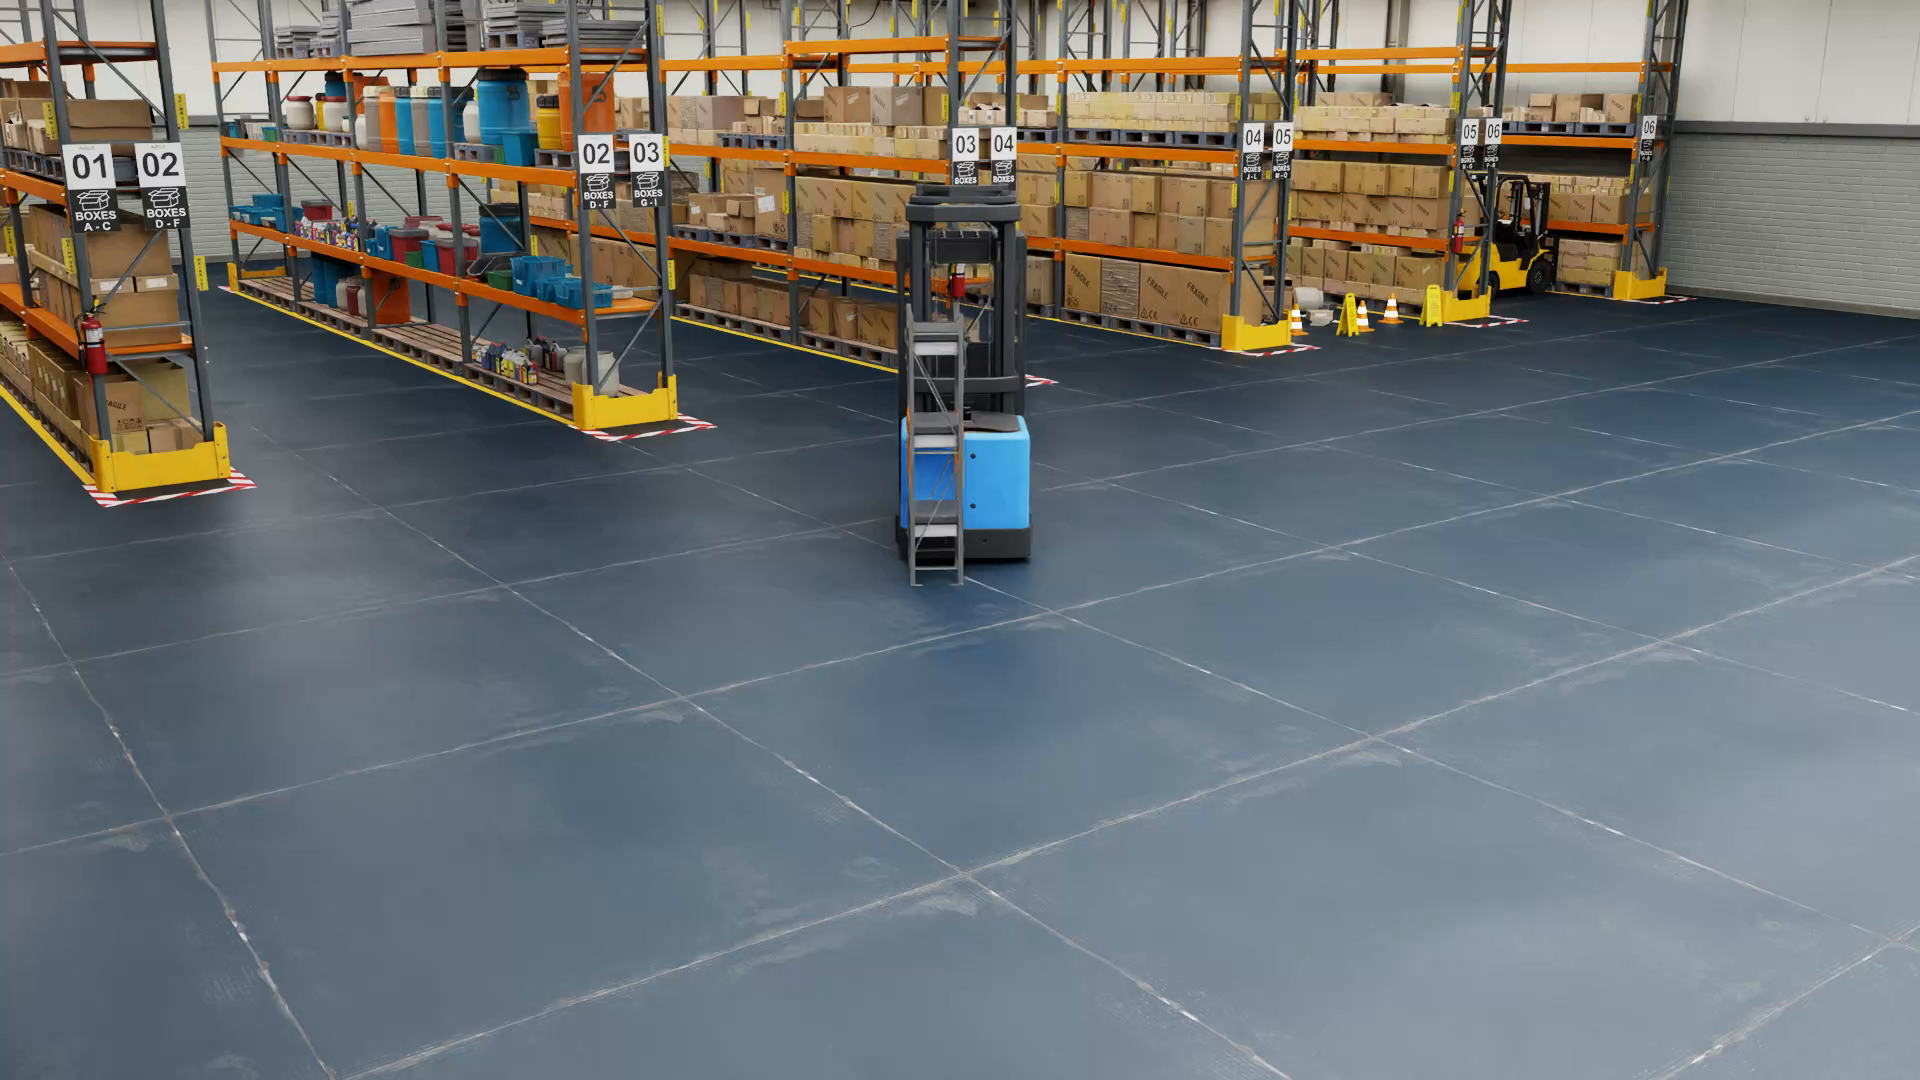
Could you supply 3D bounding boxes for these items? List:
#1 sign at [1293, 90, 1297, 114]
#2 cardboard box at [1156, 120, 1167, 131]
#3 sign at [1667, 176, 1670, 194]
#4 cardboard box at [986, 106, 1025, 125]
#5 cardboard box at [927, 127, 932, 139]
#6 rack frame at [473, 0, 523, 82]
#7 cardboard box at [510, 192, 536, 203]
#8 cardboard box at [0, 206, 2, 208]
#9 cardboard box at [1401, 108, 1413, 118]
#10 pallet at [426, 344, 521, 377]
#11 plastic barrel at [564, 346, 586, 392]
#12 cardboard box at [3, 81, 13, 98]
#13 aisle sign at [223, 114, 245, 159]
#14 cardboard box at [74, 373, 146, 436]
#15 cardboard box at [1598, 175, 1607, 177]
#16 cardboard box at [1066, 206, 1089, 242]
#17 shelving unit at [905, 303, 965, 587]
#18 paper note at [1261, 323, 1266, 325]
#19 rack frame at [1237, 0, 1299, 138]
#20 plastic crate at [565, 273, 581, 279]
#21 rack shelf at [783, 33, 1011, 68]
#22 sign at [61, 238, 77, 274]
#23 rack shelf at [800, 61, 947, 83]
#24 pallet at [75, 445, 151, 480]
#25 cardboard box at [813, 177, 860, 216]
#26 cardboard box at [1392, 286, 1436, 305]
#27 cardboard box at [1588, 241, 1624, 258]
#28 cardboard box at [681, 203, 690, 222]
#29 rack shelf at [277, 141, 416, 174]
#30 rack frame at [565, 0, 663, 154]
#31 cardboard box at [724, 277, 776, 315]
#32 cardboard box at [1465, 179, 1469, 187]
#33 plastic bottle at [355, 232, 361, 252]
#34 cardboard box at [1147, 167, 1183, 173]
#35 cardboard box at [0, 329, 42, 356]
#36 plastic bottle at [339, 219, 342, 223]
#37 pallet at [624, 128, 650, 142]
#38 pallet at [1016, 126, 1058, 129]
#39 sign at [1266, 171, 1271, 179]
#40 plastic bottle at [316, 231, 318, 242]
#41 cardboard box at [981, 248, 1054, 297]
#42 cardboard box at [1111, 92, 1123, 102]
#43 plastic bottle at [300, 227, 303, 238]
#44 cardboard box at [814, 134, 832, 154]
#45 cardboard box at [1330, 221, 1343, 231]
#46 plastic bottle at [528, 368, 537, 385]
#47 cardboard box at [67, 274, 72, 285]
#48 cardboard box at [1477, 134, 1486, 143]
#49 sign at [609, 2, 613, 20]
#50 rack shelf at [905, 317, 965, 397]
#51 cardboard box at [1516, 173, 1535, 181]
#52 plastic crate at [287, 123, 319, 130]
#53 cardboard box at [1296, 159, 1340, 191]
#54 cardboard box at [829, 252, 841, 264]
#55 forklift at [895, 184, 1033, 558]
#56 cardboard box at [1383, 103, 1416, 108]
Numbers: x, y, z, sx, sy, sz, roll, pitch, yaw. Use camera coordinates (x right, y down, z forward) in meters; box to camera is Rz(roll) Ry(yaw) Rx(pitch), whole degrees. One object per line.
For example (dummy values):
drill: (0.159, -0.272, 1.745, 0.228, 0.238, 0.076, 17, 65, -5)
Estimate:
sign: (4.802, -6.295, 23.906, 0.100, 0.325, 0.005, -11, 19, -35)
cardboard box: (3.133, -6.170, 24.745, 0.380, 0.149, 0.250, -11, 19, -34)
sign: (12.759, -6.405, 30.007, 0.100, 0.325, 0.005, -11, 19, -35)
cardboard box: (0.789, -7.152, 28.028, 0.500, 0.311, 0.500, -12, 19, -37)
cardboard box: (-0.196, -5.207, 21.264, 0.380, 0.149, 0.250, -12, 19, -36)
rack frame: (-9.130, -9.865, 33.074, 1.000, 3.000, 0.127, -11, 19, -35)
cardboard box: (-8.462, -6.681, 32.523, 0.500, 0.250, 0.500, -12, 19, -36)
cardboard box: (-14.240, -4.559, 24.065, 0.700, 0.500, 0.500, -8, 17, -26)
cardboard box: (7.463, -7.005, 27.271, 0.380, 0.149, 0.250, -11, 19, -34)
pallet: (-6.574, -2.457, 22.654, 1.003, 0.211, 1.213, -11, 19, -35)
plastic barrel: (-4.472, -2.025, 19.709, 0.421, 0.512, 0.421, 0, 15, 0)
cardboard box: (-10.774, -5.067, 19.293, 0.500, 0.500, 0.500, -9, 18, -29)
aisle sign: (-13.419, -7.426, 30.602, 0.394, 0.787, 0.004, -11, 19, -35)
cardboard box: (-8.293, -1.325, 16.226, 0.500, 0.500, 0.500, -11, 19, -35)
cardboard box: (11.855, -6.645, 30.689, 0.380, 0.149, 0.250, -11, 19, -34)
cardboard box: (2.224, -5.153, 26.937, 0.875, 0.550, 0.550, -11, 19, -35)
shelving unit: (-0.192, -0.723, 12.721, 0.431, 2.100, 0.503, -1, 16, -3)
paper note: (4.825, -3.460, 26.663, 0.144, 0.017, 0.142, -4, 16, -15)
rack frame: (4.349, -7.197, 23.325, 1.000, 3.000, 0.127, -11, 19, -35)
plastic crate: (-4.921, -3.206, 20.607, 0.530, 0.136, 0.437, -11, 19, -35)
rack shelf: (-0.898, -6.527, 22.247, 1.077, 0.370, 4.000, -11, 19, -35)
sign: (-8.185, -2.610, 15.287, 0.100, 0.325, 0.005, -11, 19, -35)
rack shelf: (-1.530, -8.792, 31.275, 1.077, 0.370, 4.000, -11, 19, -35)
pallet: (-8.221, -0.830, 16.709, 1.003, 0.211, 1.213, -11, 19, -35)
cardboard box: (-1.720, -4.841, 23.435, 0.500, 0.500, 0.500, -11, 19, -35)
cardboard box: (7.587, -4.106, 27.808, 0.500, 0.250, 0.500, -11, 19, -35)
cardboard box: (11.784, -5.273, 30.179, 0.500, 0.250, 0.500, -10, 18, -33)
cardboard box: (-4.492, -5.458, 28.145, 0.500, 0.500, 0.500, -10, 18, -33)
rack shelf: (-9.608, -6.022, 26.075, 1.077, 0.370, 4.000, -11, 19, -35)
rack frame: (-3.729, -5.680, 17.783, 1.000, 3.000, 0.127, -11, 19, -35)
cardboard box: (-3.340, -3.894, 26.521, 0.700, 0.500, 0.500, -9, 18, -30)
cardboard box: (9.929, -6.971, 32.445, 0.380, 0.149, 0.250, -11, 19, -35)
plastic bottle: (-9.015, -4.459, 24.905, 0.061, 0.283, 0.133, -11, 19, -35)
cardboard box: (3.980, -6.954, 32.252, 0.500, 0.500, 0.500, -10, 18, -32)
cardboard box: (-11.757, -2.496, 20.864, 0.500, 0.311, 0.500, -11, 19, -36)
plastic bottle: (-10.291, -5.255, 27.829, 0.152, 0.276, 0.135, -11, 19, -35)
pallet: (-4.847, -6.748, 27.726, 1.213, 0.211, 1.003, -10, 18, -32)
pallet: (1.817, -8.822, 35.308, 0.805, 0.209, 1.217, -12, 19, -37)
sign: (5.495, -6.419, 29.654, 0.100, 0.325, 0.005, -11, 19, -35)
plastic bottle: (-10.230, -4.868, 26.557, 0.097, 0.201, 0.097, 0, 15, 0)
cardboard box: (0.995, -4.600, 28.668, 1.050, 0.750, 0.750, -11, 19, -35)
cardboard box: (2.537, -6.771, 25.430, 0.380, 0.149, 0.250, -11, 19, -34)
plastic bottle: (-10.753, -5.058, 27.251, 0.097, 0.201, 0.097, 0, 15, 0)
cardboard box: (-1.701, -5.536, 23.222, 0.500, 0.250, 0.500, -11, 19, -35)
cardboard box: (6.612, -5.435, 28.726, 0.380, 0.149, 0.250, -11, 19, -34)
plastic bottle: (-5.163, -1.973, 20.070, 0.097, 0.201, 0.097, 0, 15, 0)
cardboard box: (-8.723, -2.652, 16.664, 0.380, 0.149, 0.250, -10, 18, -33)
cardboard box: (8.361, -6.540, 27.084, 0.380, 0.149, 0.250, -11, 19, -34)
sign: (-6.346, -9.587, 30.137, 0.100, 0.325, 0.005, -11, 19, -35)
rack shelf: (-0.192, -1.381, 12.528, 0.431, 0.518, 0.480, -1, 16, -3)
cardboard box: (10.724, -6.846, 31.427, 0.380, 0.149, 0.250, -11, 19, -35)
plastic crate: (-11.293, -7.040, 28.683, 0.497, 0.269, 0.590, -11, 19, -35)
cardboard box: (6.308, -6.381, 29.063, 0.700, 0.500, 0.500, -11, 19, -34)
cardboard box: (-1.617, -3.979, 23.409, 0.380, 0.149, 0.250, -11, 19, -35)
forklift: (0.009, -1.599, 14.365, 1.130, 2.935, 3.031, 0, 15, -1)
cardboard box: (8.881, -8.654, 33.515, 0.500, 0.311, 0.500, -12, 19, -36)
